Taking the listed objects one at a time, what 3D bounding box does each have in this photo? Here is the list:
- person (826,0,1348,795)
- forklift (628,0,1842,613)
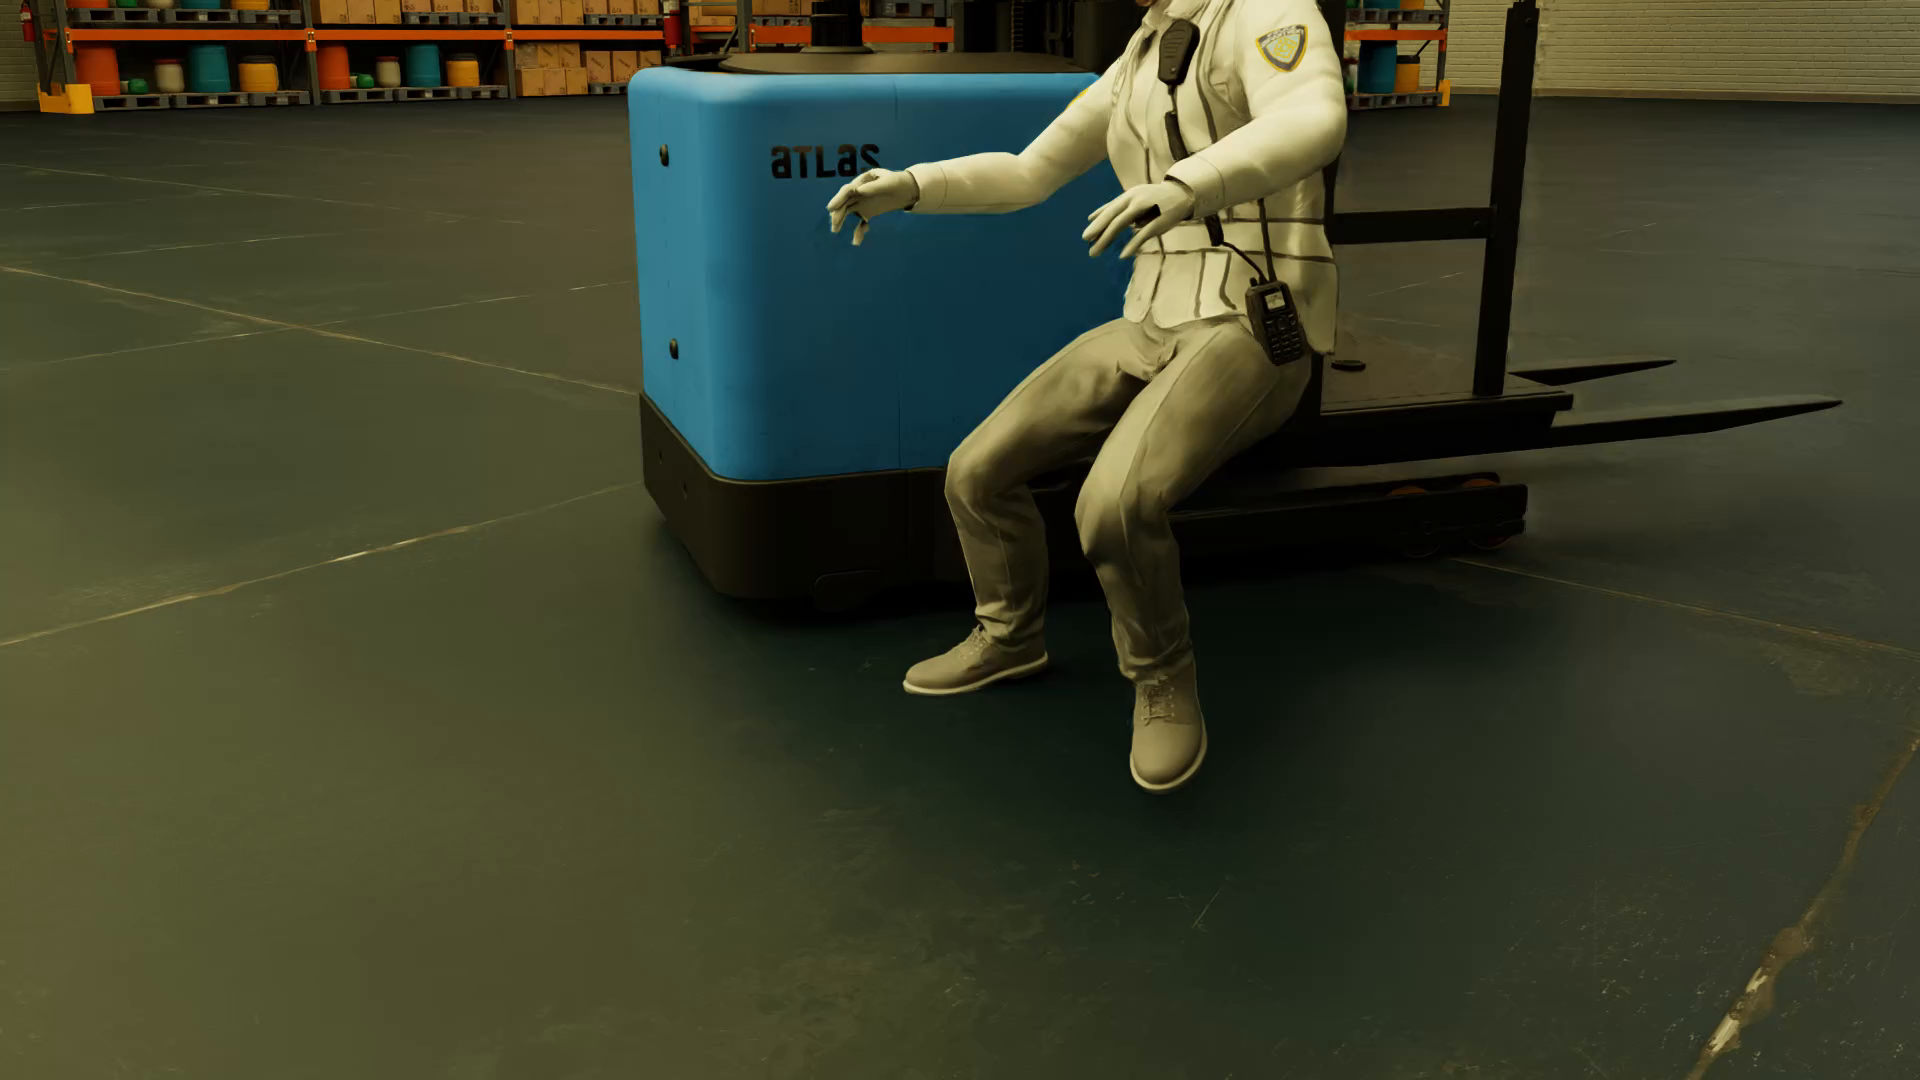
[{"bbox_3d":[0.196,-0.335,2.556,0.727,1.469,0.872,-7,18,-21],"label":"person"},{"bbox_3d":[0.787,-1.497,3.828,3.031,2.935,1.130,-6,18,-19],"label":"forklift"}]
